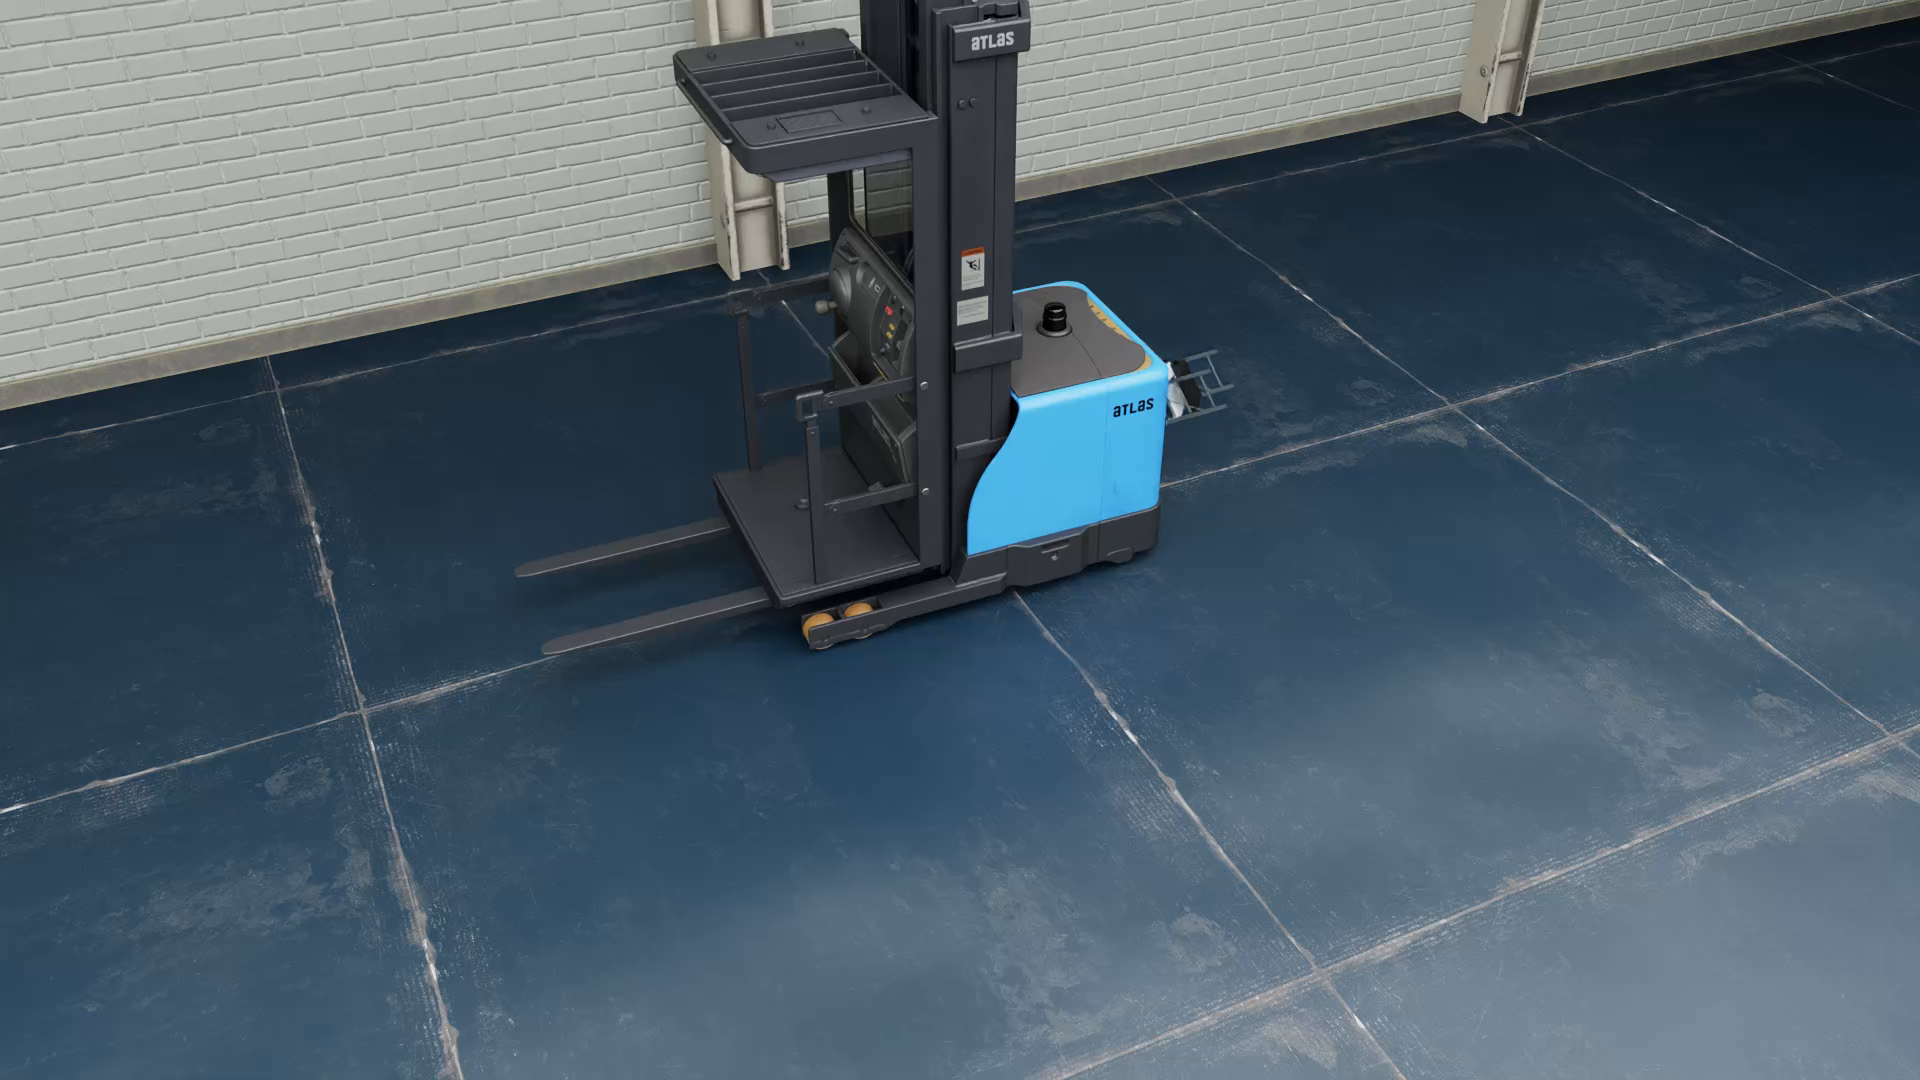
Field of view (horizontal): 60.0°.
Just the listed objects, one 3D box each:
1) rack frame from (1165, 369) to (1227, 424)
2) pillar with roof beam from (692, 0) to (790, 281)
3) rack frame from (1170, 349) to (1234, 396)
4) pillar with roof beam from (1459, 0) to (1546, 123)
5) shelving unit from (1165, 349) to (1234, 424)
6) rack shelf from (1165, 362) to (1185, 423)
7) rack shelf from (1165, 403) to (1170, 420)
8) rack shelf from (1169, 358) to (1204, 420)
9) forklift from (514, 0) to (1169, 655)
[{"bbox_3d":[0.947,-0.684,8.756,0.900,0.240,0.006,-14,30,29],"label":"rack frame"},{"bbox_3d":[0.488,-3.083,4.995,0.400,9.000,9.100,-16,39,-20],"label":"pillar with roof beam"},{"bbox_3d":[1.007,-0.803,8.909,0.900,0.240,0.006,-14,30,29],"label":"rack frame"},{"bbox_3d":[5.919,-4.601,7.043,0.400,9.000,9.100,-16,39,-20],"label":"pillar with roof beam"},{"bbox_3d":[0.977,-0.744,8.832,0.900,0.258,0.210,-14,30,29],"label":"shelving unit"},{"bbox_3d":[1.101,-0.775,8.760,0.077,0.258,0.200,-14,30,29],"label":"rack shelf"},{"bbox_3d":[1.025,-0.756,8.805,0.077,0.258,0.200,-14,30,29],"label":"rack shelf"},{"bbox_3d":[1.177,-0.794,8.716,0.077,0.258,0.200,-14,30,29],"label":"rack shelf"},{"bbox_3d":[-0.580,-1.030,7.321,3.031,2.935,1.130,-14,39,-18],"label":"forklift"}]
